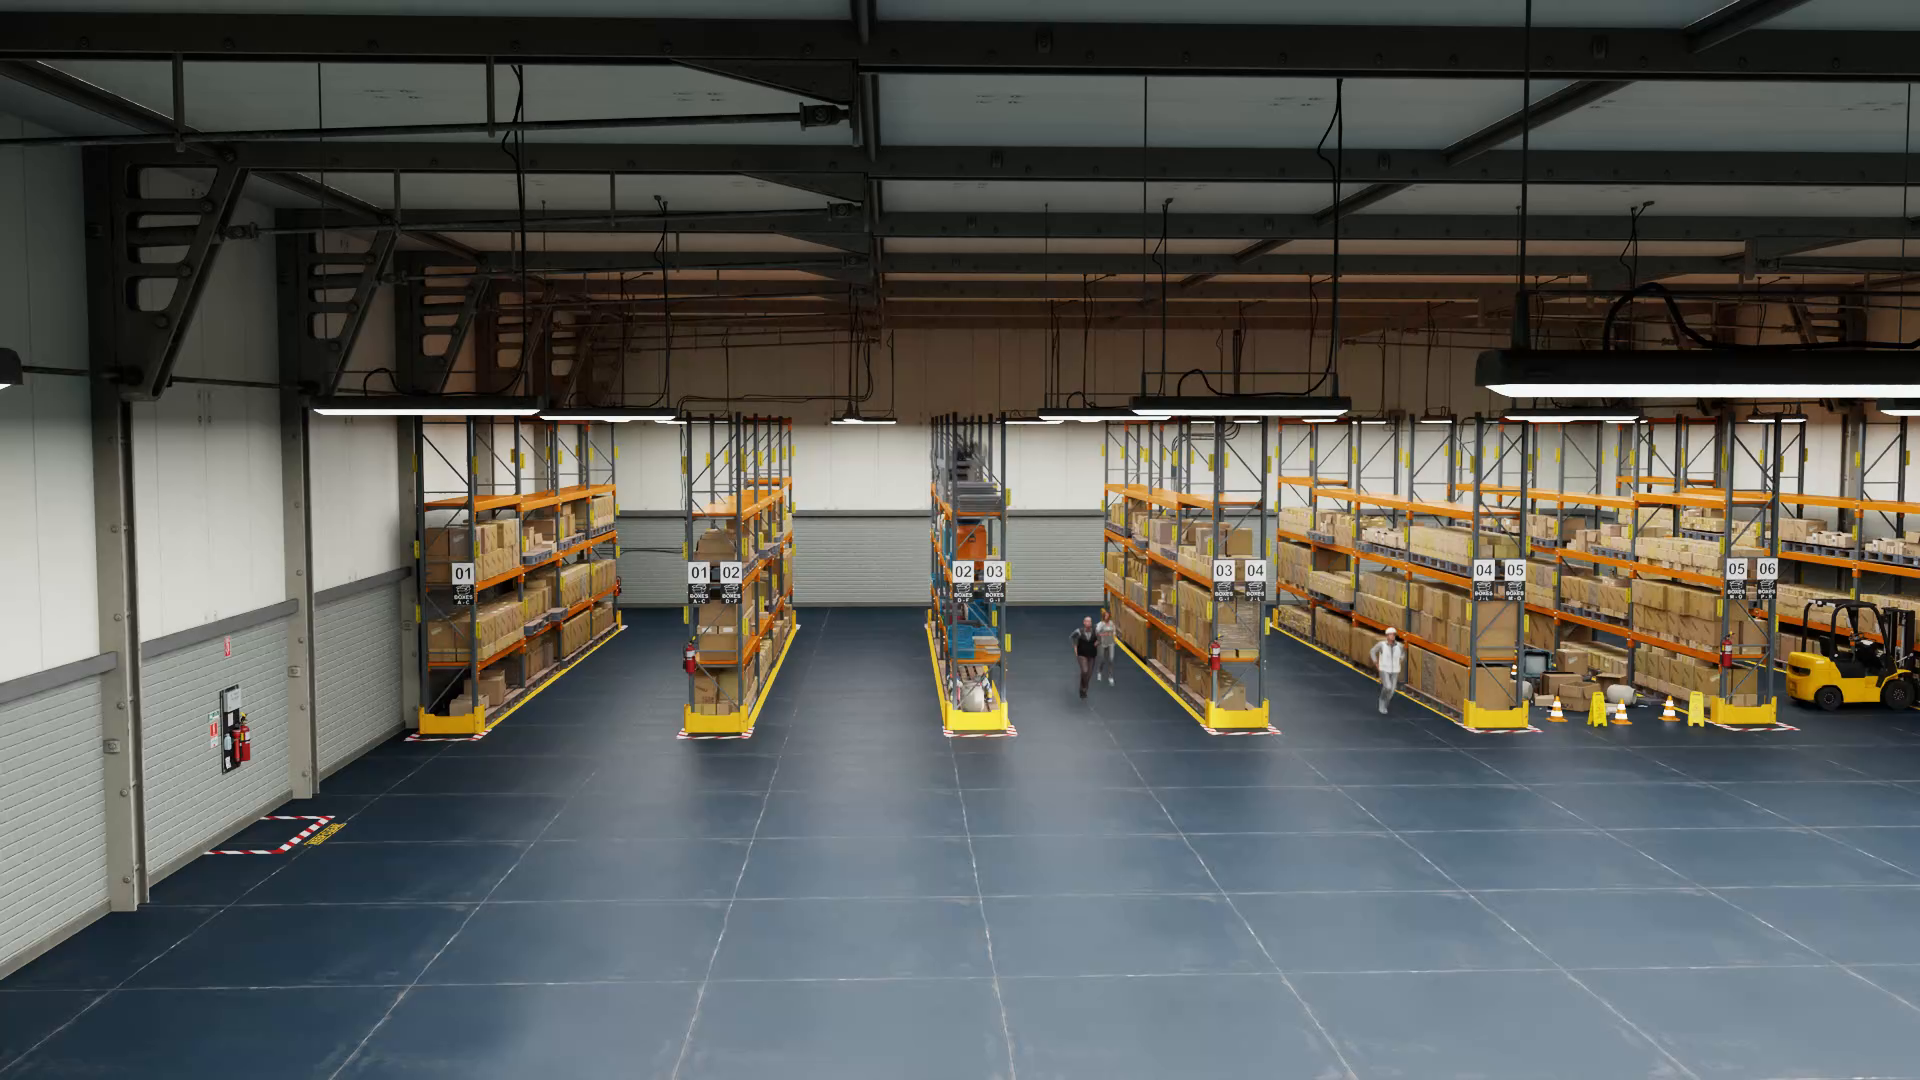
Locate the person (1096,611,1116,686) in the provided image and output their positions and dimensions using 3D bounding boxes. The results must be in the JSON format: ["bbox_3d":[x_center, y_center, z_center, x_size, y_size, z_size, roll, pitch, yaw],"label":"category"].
[{"bbox_3d":[3.241,2.394,37.052,0.559,1.617,0.761,-1,4,-13],"label":"person"}]

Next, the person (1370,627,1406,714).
[{"bbox_3d":[8.528,2.592,33.019,0.652,1.730,0.701,-1,4,-9],"label":"person"}]

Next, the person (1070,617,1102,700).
[{"bbox_3d":[2.677,2.489,35.100,0.641,1.743,0.781,-1,4,-15],"label":"person"}]

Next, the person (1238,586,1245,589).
[{"bbox_3d":[7.888,1.782,46.129,0.610,1.646,0.872,0,4,-3],"label":"person"}]
